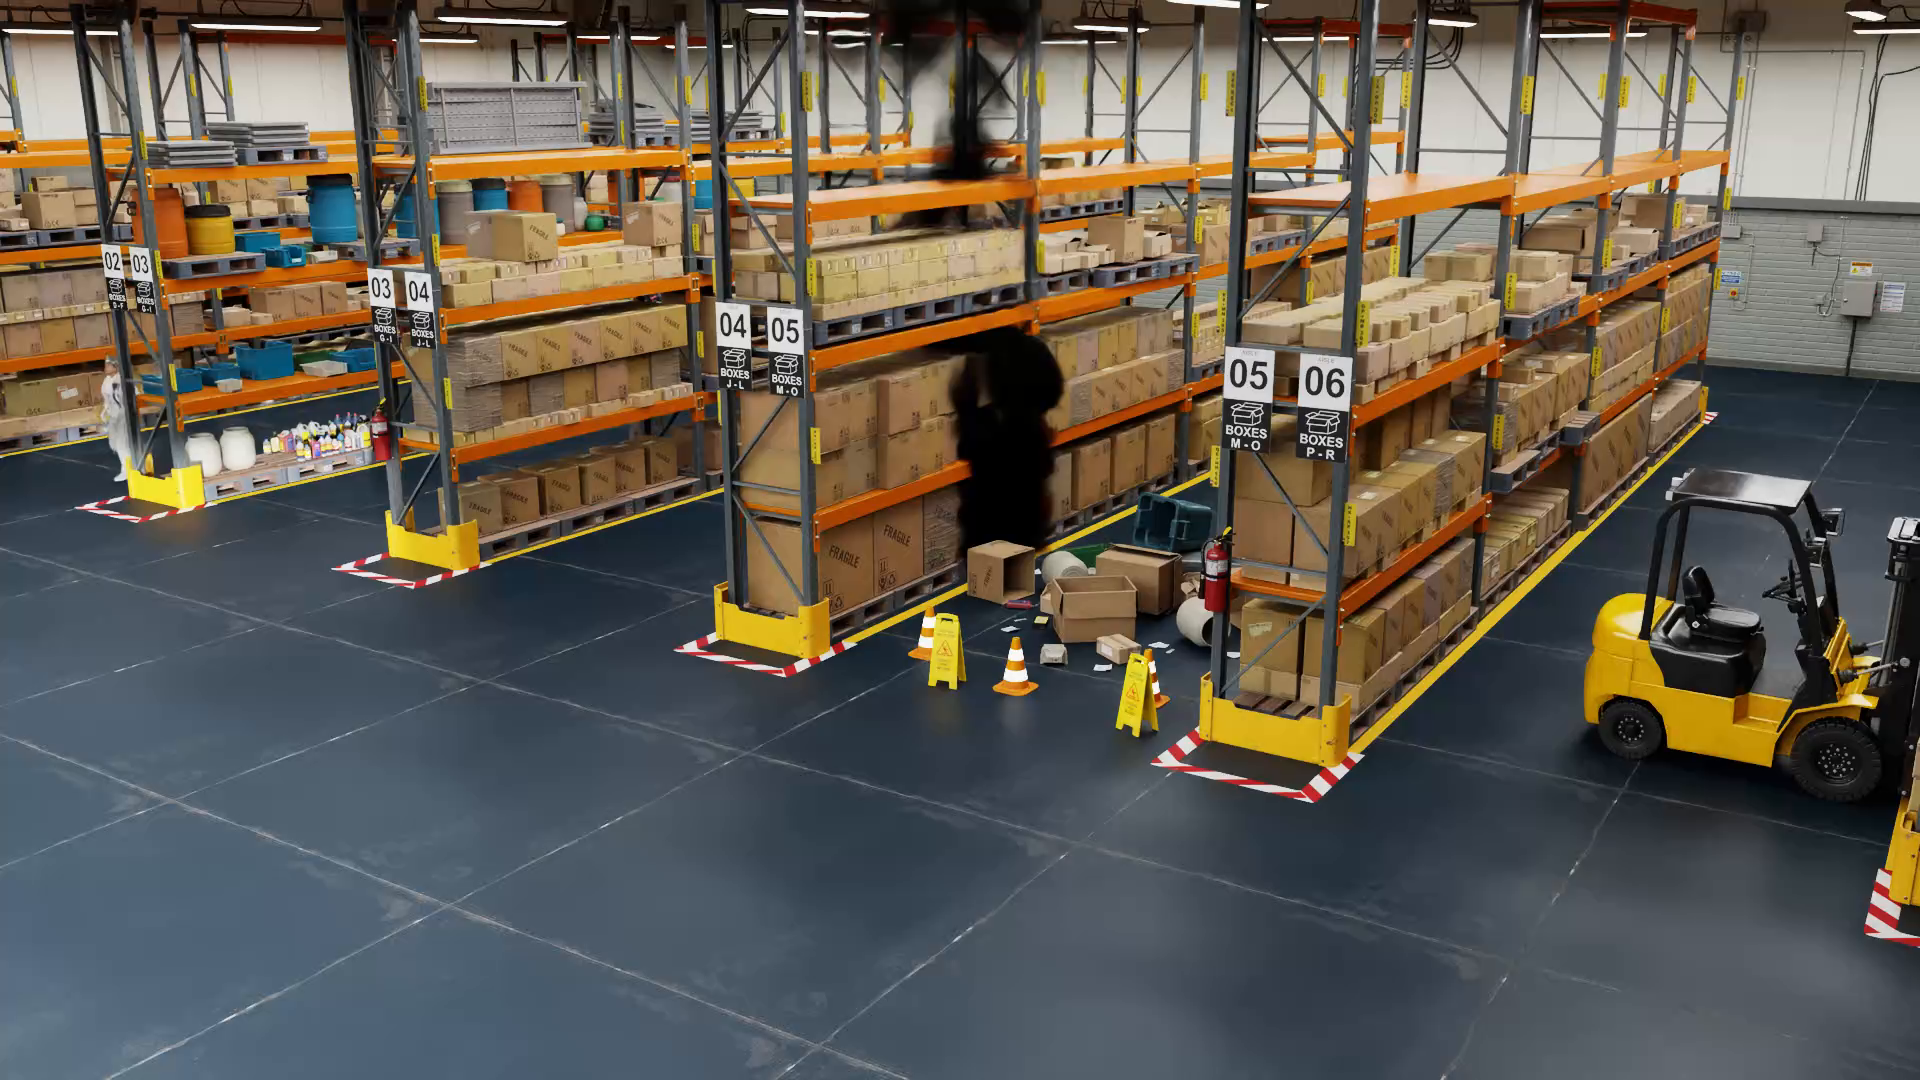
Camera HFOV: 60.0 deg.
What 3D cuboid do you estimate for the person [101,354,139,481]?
[{"bbox_3d":[-11.096,-1.647,22.084,0.585,1.676,0.603,7,17,24],"label":"person"}]

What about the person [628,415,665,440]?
[{"bbox_3d":[-4.612,-2.305,24.378,0.555,1.749,0.814,8,17,25],"label":"person"}]
